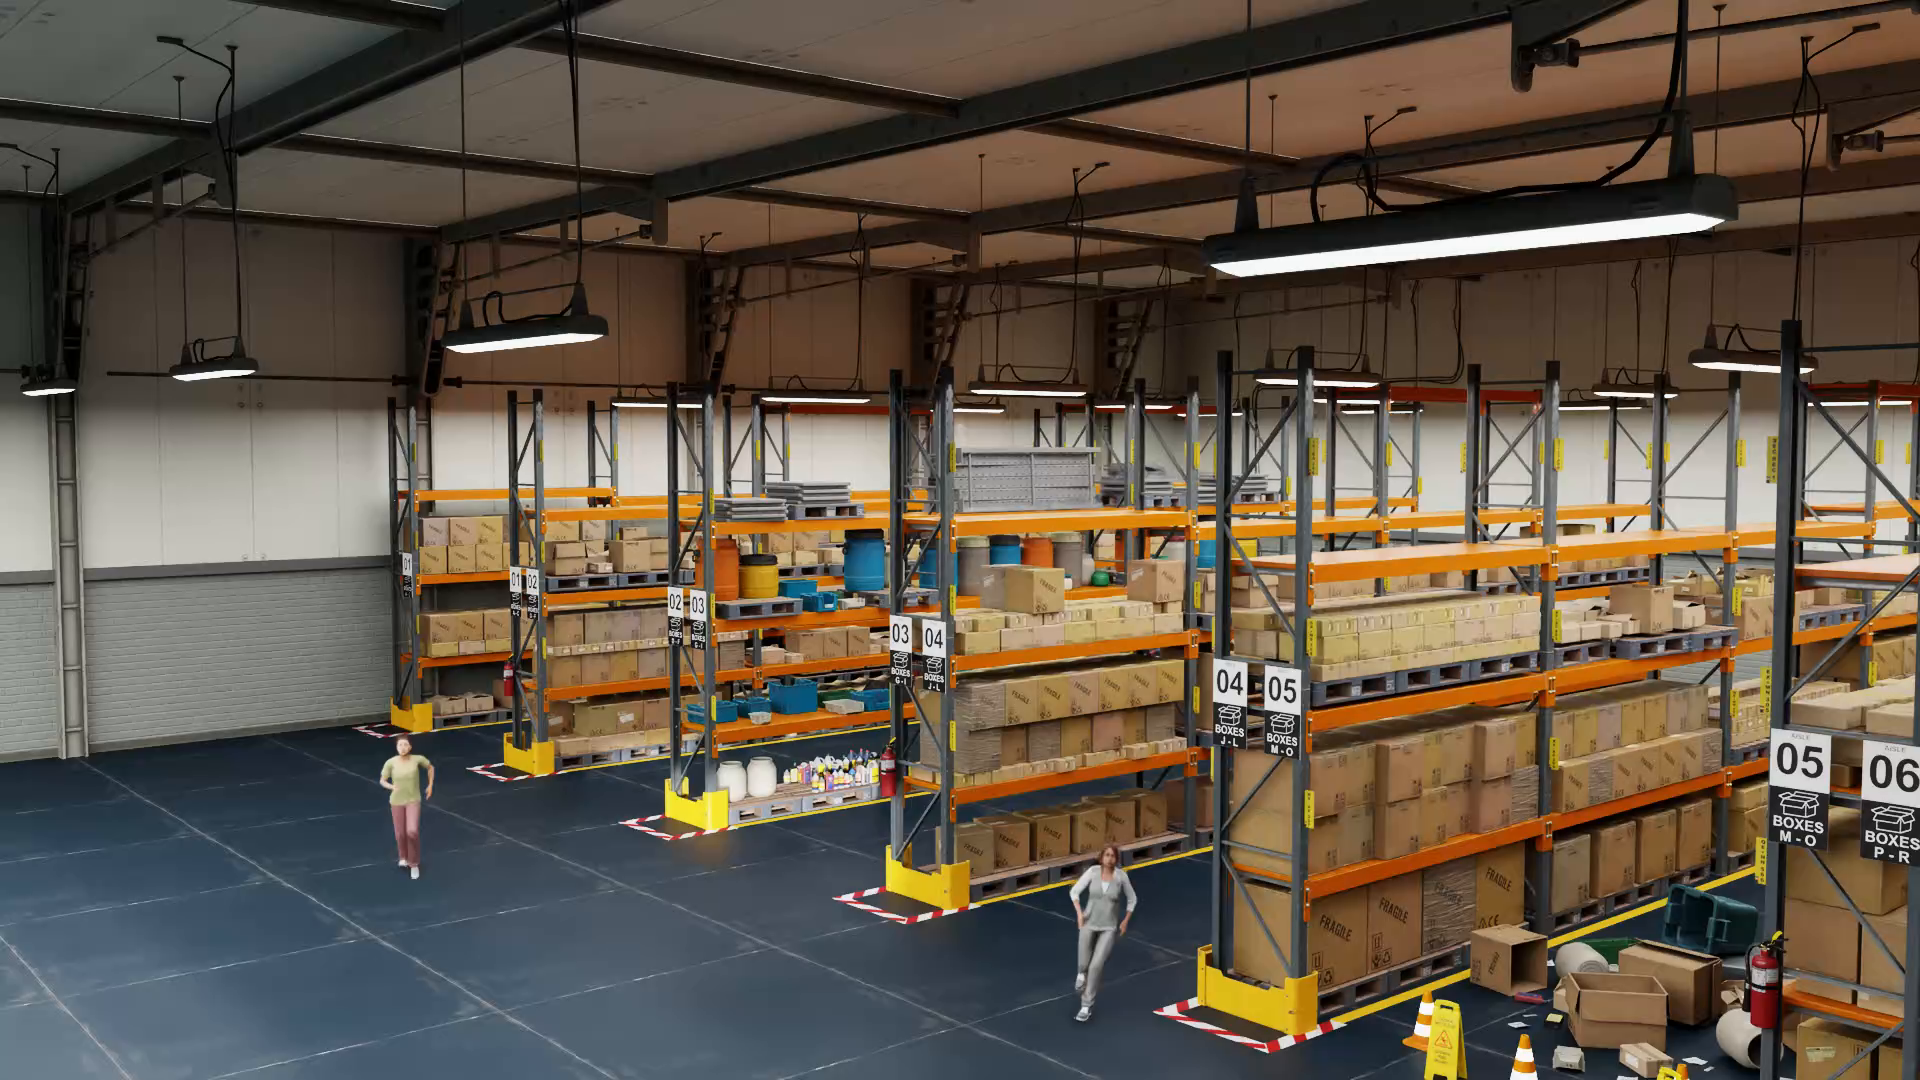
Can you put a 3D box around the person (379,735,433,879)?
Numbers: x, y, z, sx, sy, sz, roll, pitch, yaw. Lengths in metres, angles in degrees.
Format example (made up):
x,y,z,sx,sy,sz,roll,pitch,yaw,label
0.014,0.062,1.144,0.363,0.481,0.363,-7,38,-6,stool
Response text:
x,y,z,sx,sy,sz,roll,pitch,yaw,label
-6.615,3.185,19.881,0.597,1.736,0.711,-1,3,-12,person

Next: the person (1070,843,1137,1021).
x,y,z,sx,sy,sz,roll,pitch,yaw,label
1.298,3.512,15.089,0.605,1.545,0.724,0,3,8,person
